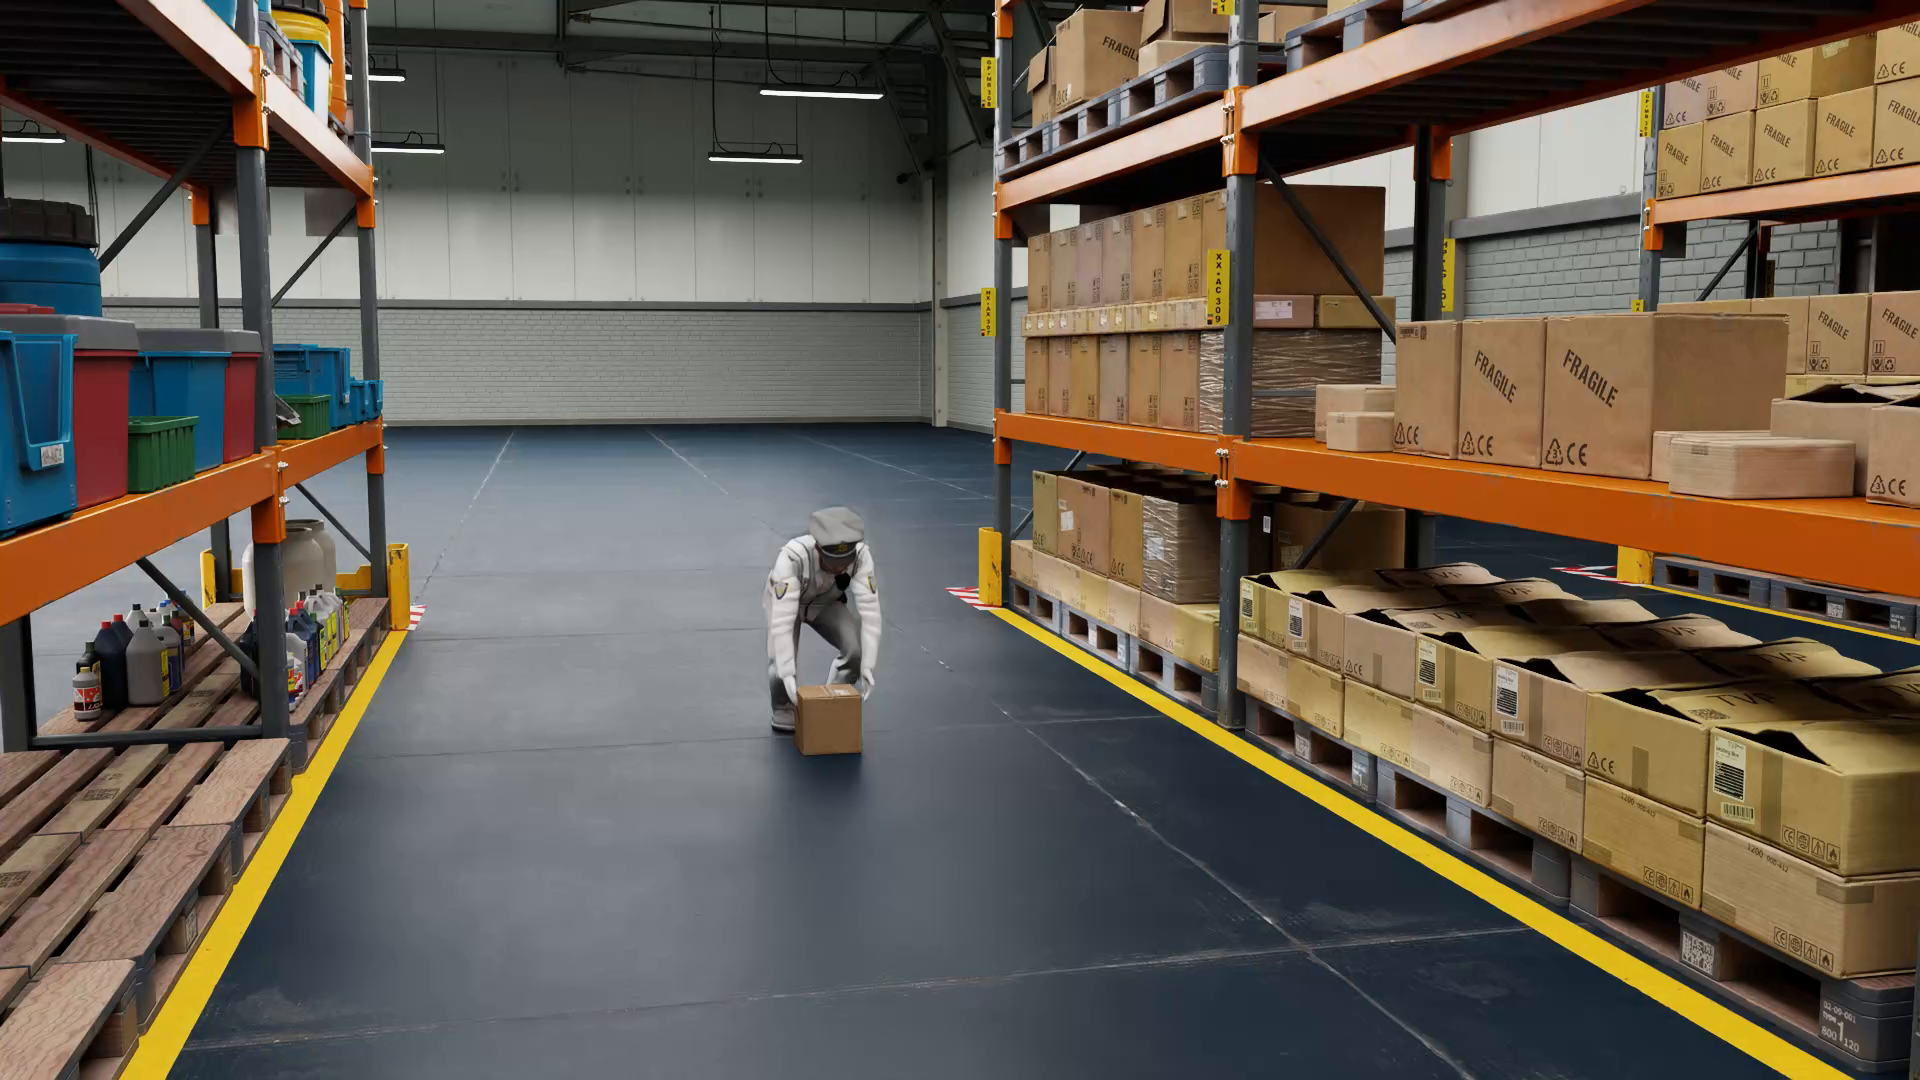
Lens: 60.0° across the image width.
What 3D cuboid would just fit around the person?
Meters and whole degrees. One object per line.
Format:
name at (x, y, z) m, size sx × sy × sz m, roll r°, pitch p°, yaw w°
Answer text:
person at (-0.621, 0.349, 7.441) m, size 0.498 × 1.028 × 0.837 m, roll -2°, pitch 6°, yaw -14°
